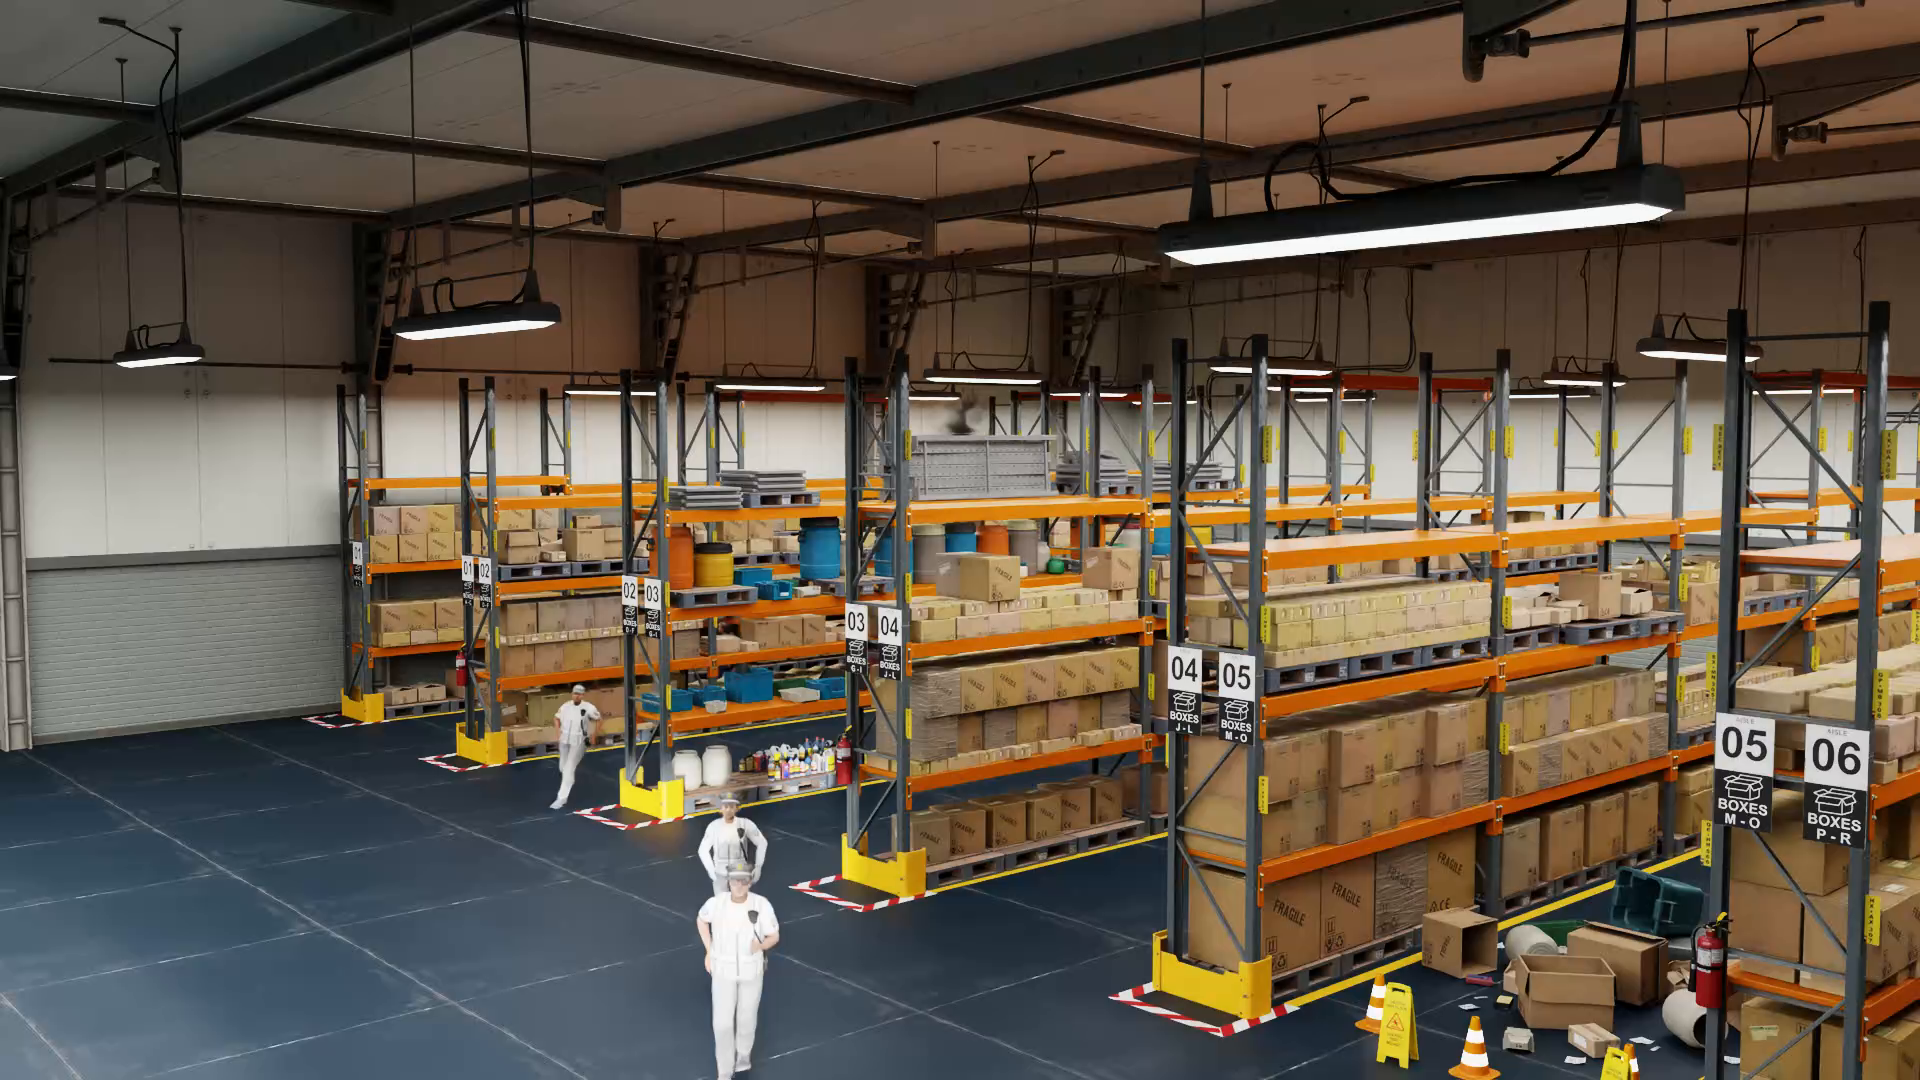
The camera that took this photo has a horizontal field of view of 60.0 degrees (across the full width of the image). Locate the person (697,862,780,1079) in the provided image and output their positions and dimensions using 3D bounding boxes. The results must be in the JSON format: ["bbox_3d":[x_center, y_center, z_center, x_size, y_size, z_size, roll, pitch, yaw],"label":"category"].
[{"bbox_3d":[-1.739,3.438,13.087,0.638,1.847,0.767,-1,4,-10],"label":"person"}]

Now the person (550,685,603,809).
[{"bbox_3d":[-5.357,2.830,23.067,0.694,1.642,0.923,1,4,12],"label":"person"}]

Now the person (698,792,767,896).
[{"bbox_3d":[-2.230,3.268,16.291,0.663,1.651,0.577,0,4,-1],"label":"person"}]

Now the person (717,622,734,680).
[{"bbox_3d":[-4.445,2.330,31.077,0.514,1.604,0.640,-3,5,-39],"label":"person"}]
